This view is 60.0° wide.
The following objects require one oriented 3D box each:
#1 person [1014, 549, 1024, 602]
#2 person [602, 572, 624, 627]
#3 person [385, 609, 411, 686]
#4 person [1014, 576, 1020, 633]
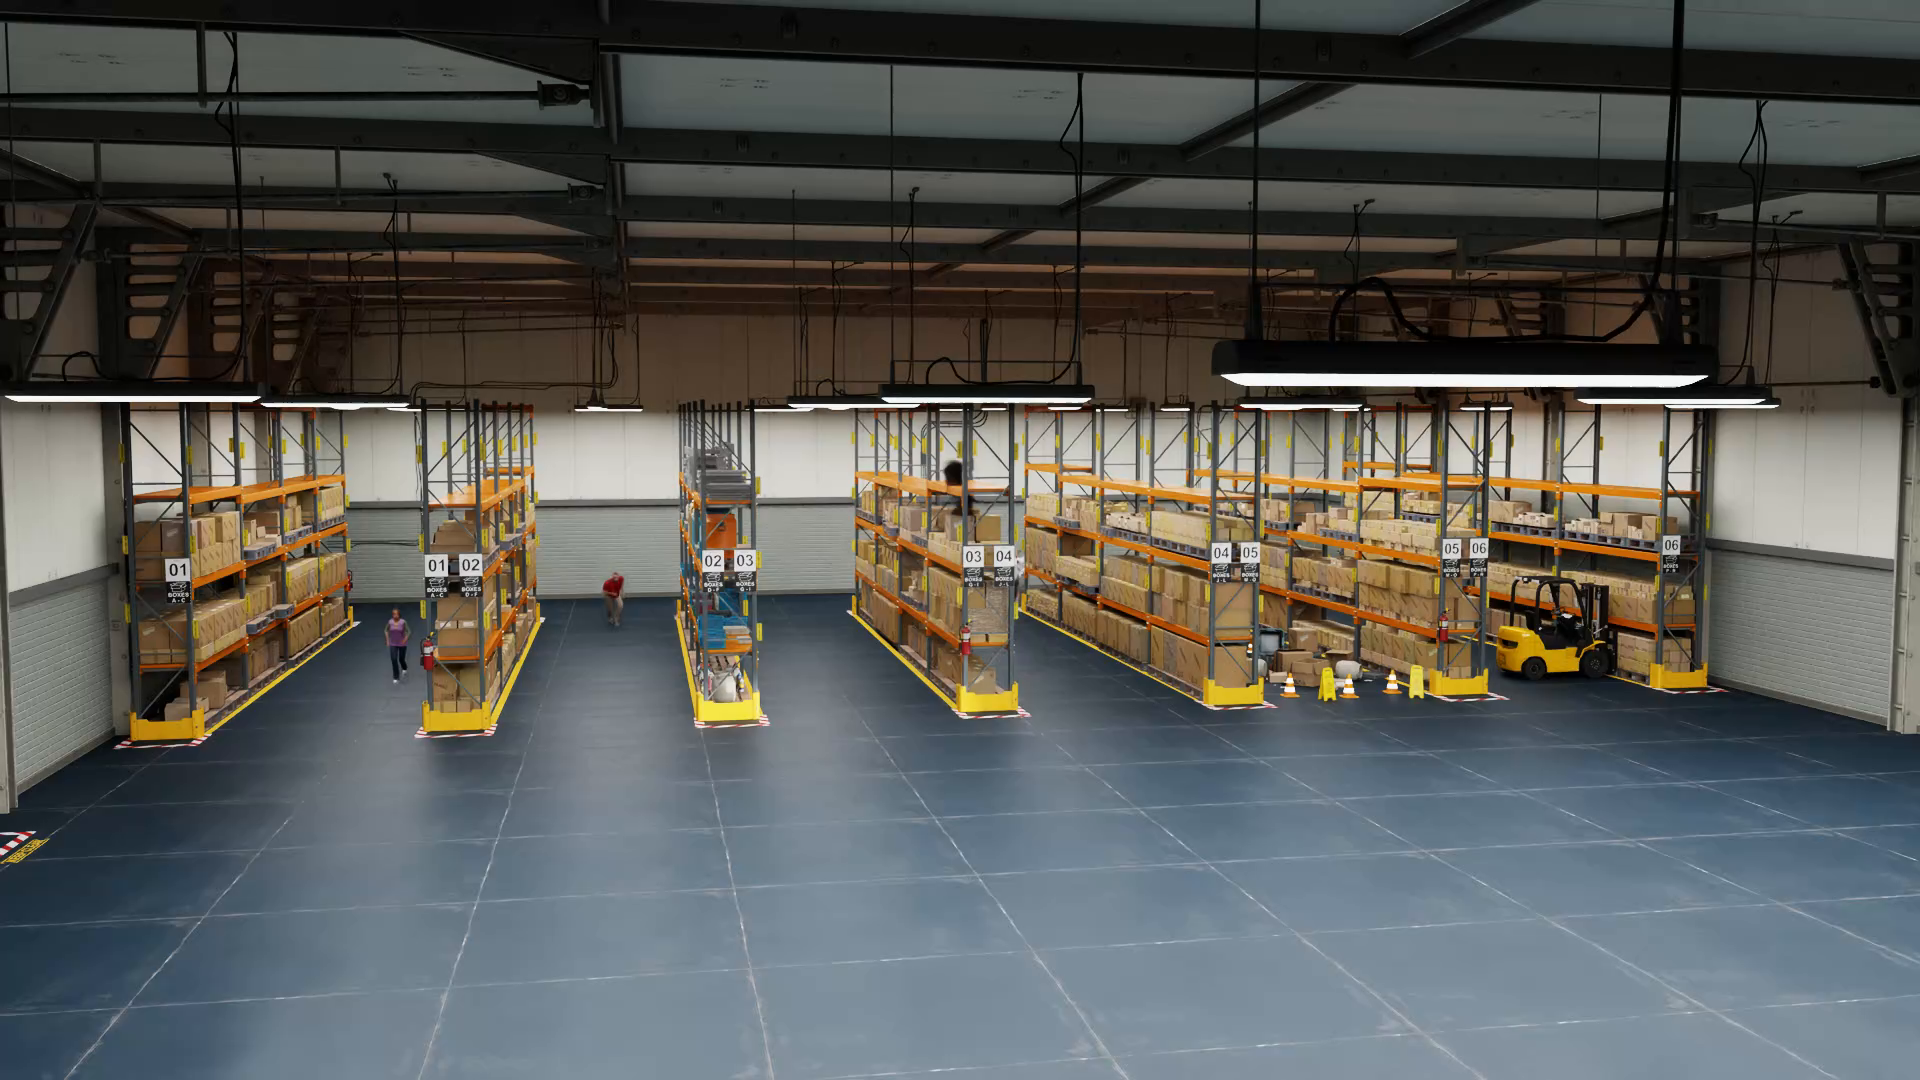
[{"bbox_3d":[1.803,1.103,50.370,0.626,1.701,0.688,3,5,37],"label":"person"},{"bbox_3d":[-9.453,1.595,45.106,0.665,1.525,1.138,-3,5,-31],"label":"person"},{"bbox_3d":[-11.994,2.261,35.490,0.558,1.604,0.800,-1,4,-8],"label":"person"},{"bbox_3d":[1.279,1.563,43.591,0.623,1.739,0.832,0,4,-5],"label":"person"}]
